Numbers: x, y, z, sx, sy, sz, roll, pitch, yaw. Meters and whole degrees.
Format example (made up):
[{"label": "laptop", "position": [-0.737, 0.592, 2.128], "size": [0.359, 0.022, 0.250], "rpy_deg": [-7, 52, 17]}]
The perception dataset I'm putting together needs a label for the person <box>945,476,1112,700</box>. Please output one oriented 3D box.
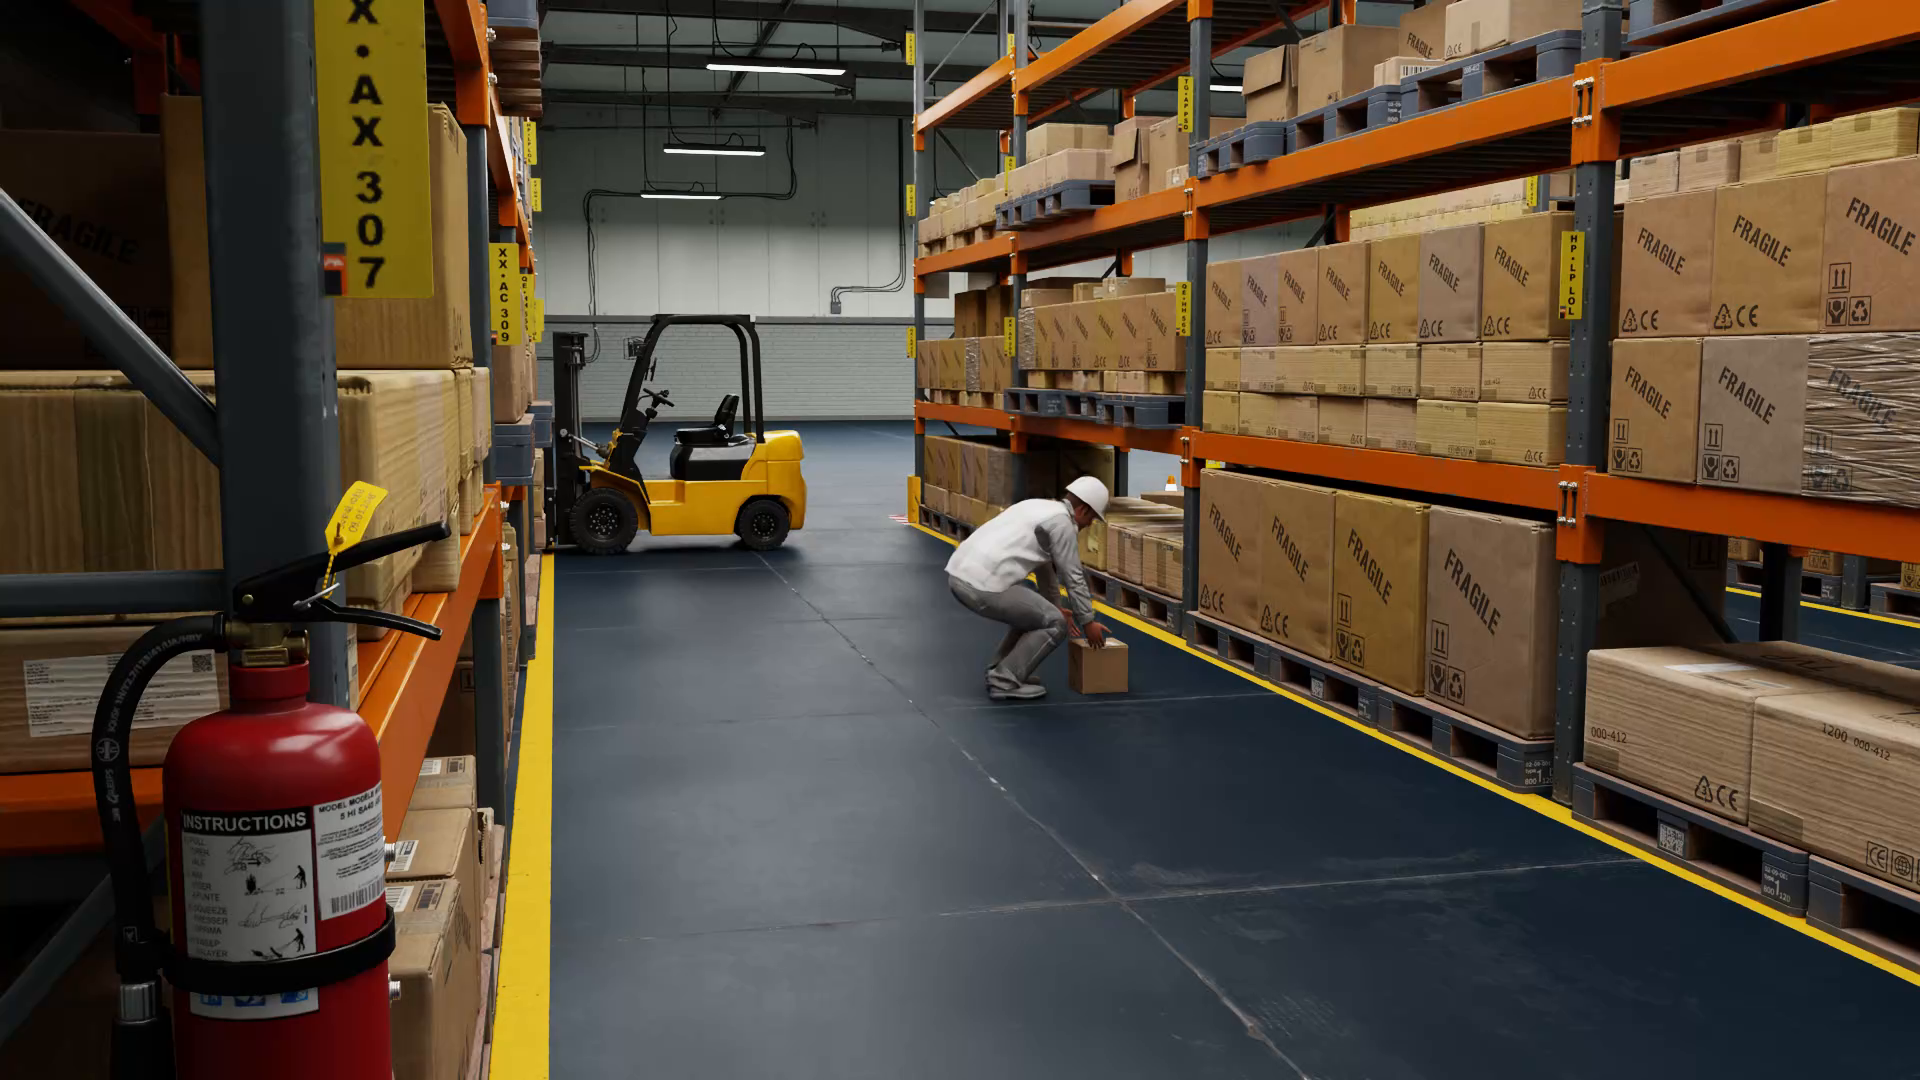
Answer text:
[{"label": "person", "position": [0.360, 0.235, 8.680], "size": [0.876, 1.126, 0.558], "rpy_deg": [-1, 6, -14]}]
